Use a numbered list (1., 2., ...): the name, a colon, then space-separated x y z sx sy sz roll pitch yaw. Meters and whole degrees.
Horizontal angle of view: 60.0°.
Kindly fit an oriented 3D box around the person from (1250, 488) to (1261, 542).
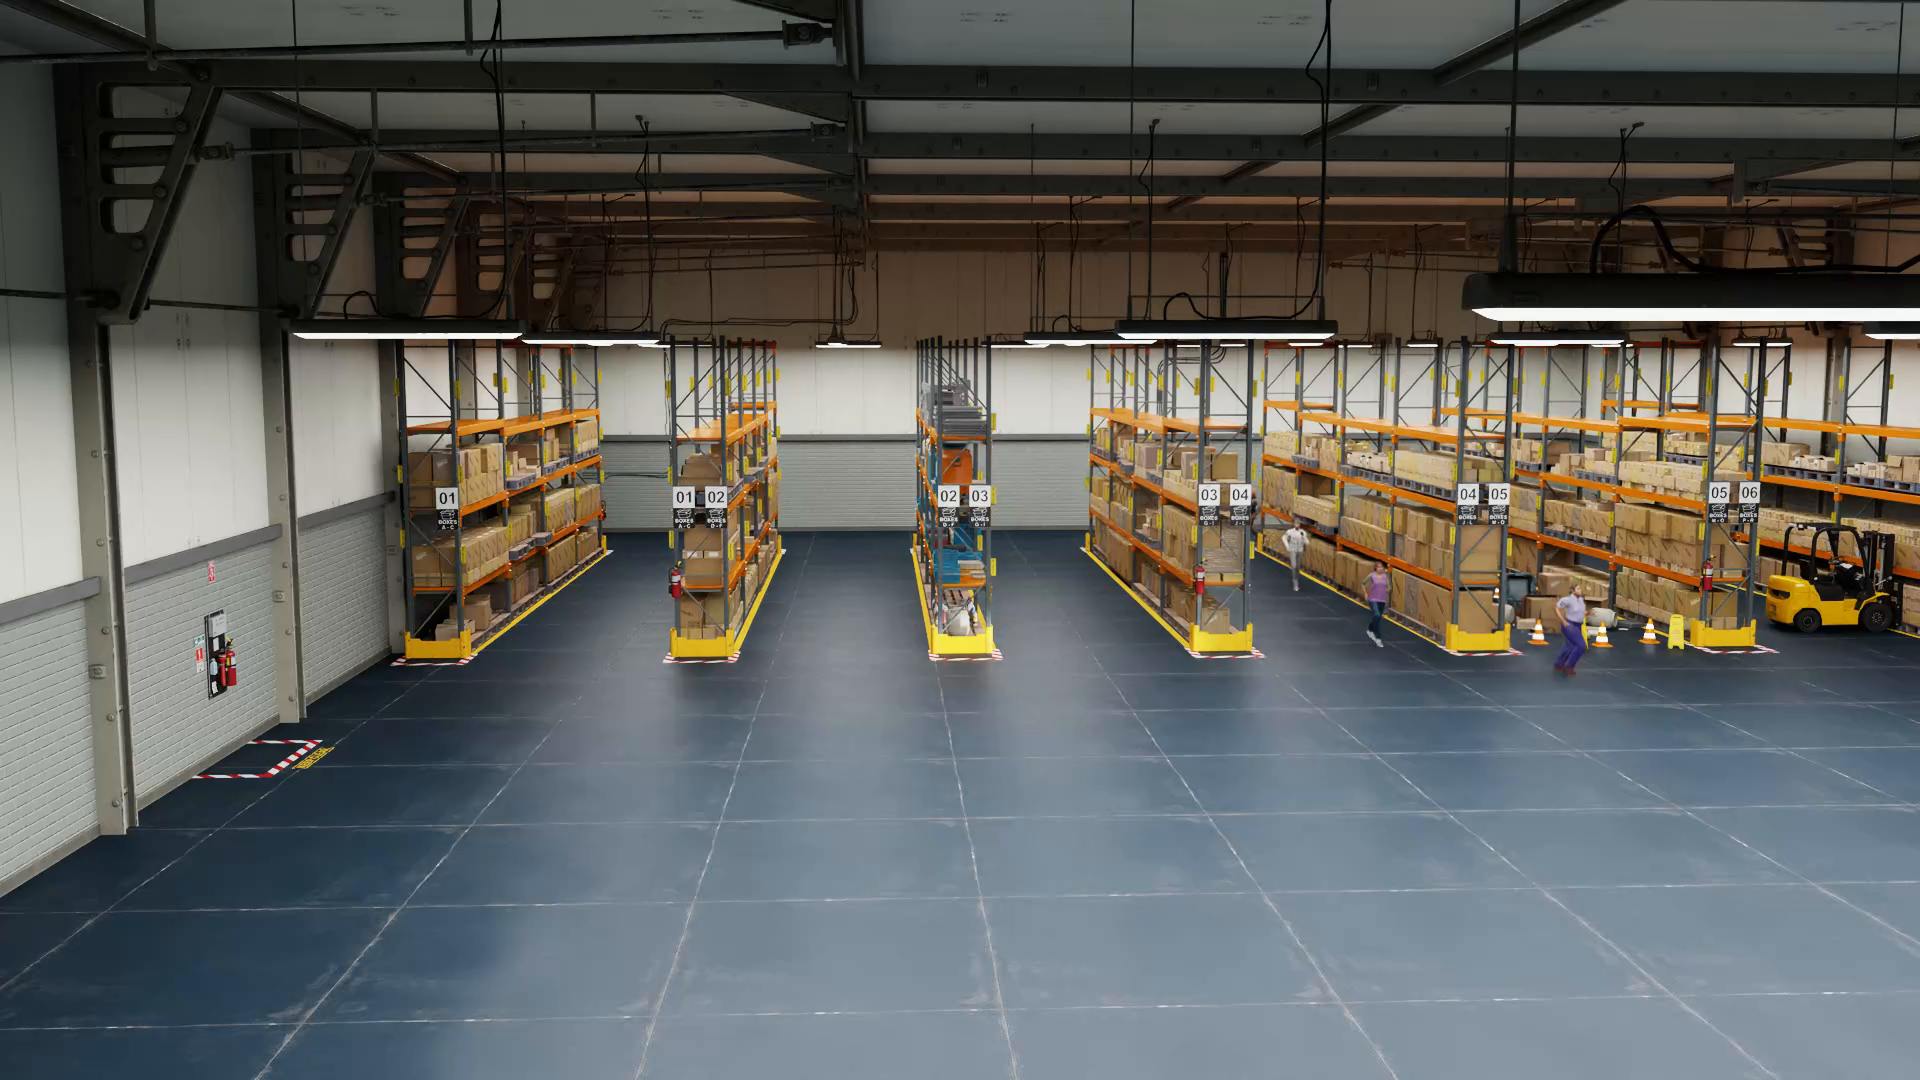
1. person: 8.515 -0.693 49.040 0.907 1.706 0.684 0 6 0

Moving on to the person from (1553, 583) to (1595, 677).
1. person: 10.857 1.595 29.411 0.697 1.685 0.574 6 9 44

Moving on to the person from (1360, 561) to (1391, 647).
1. person: 8.159 1.221 32.580 0.521 1.632 0.759 -2 7 -14

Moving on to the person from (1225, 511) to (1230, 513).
1. person: 7.438 -0.478 47.368 0.747 1.687 0.696 1 7 8

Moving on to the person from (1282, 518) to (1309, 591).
1. person: 8.109 0.319 40.074 0.601 1.730 0.752 0 7 -4
